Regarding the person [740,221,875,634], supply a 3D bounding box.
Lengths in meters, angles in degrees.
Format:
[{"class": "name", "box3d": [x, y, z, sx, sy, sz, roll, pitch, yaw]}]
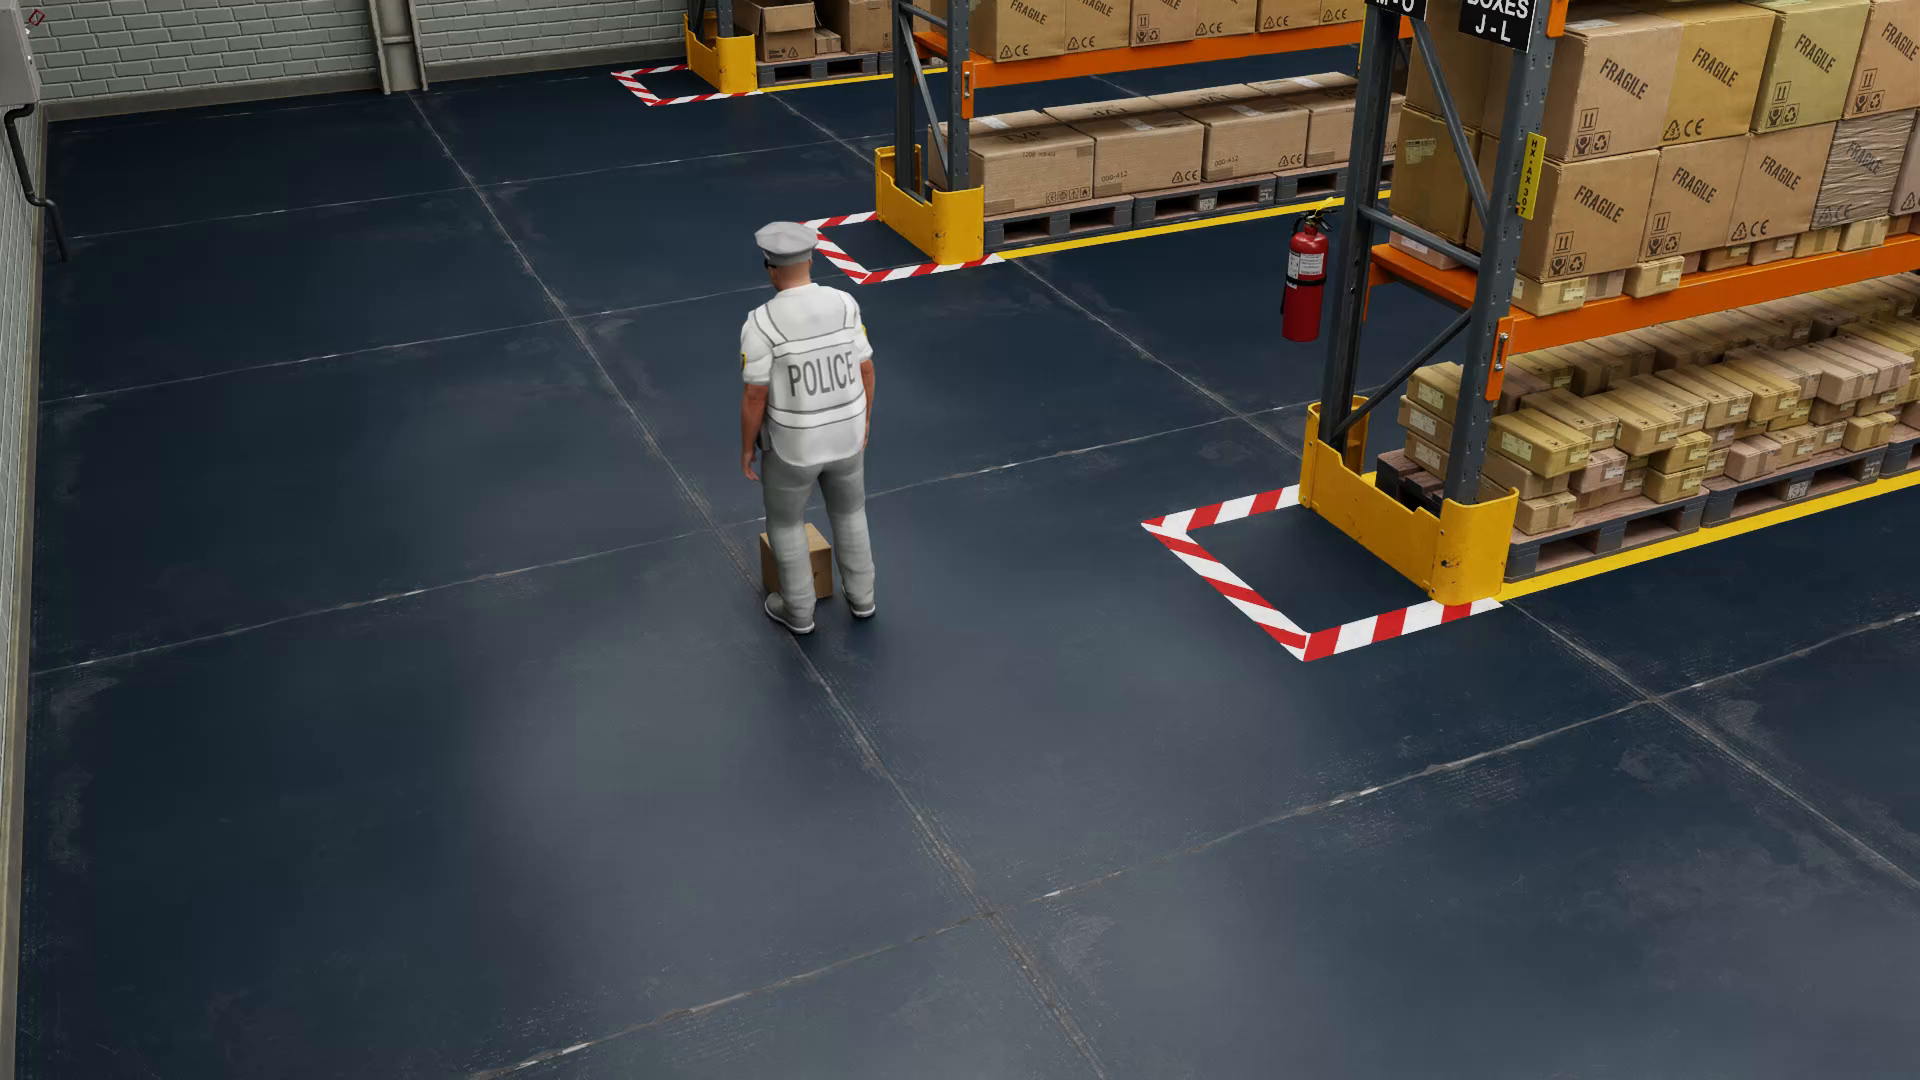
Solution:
[{"class": "person", "box3d": [-0.615, -0.422, 6.876, 0.606, 1.746, 0.435, -15, 32, -25]}]
